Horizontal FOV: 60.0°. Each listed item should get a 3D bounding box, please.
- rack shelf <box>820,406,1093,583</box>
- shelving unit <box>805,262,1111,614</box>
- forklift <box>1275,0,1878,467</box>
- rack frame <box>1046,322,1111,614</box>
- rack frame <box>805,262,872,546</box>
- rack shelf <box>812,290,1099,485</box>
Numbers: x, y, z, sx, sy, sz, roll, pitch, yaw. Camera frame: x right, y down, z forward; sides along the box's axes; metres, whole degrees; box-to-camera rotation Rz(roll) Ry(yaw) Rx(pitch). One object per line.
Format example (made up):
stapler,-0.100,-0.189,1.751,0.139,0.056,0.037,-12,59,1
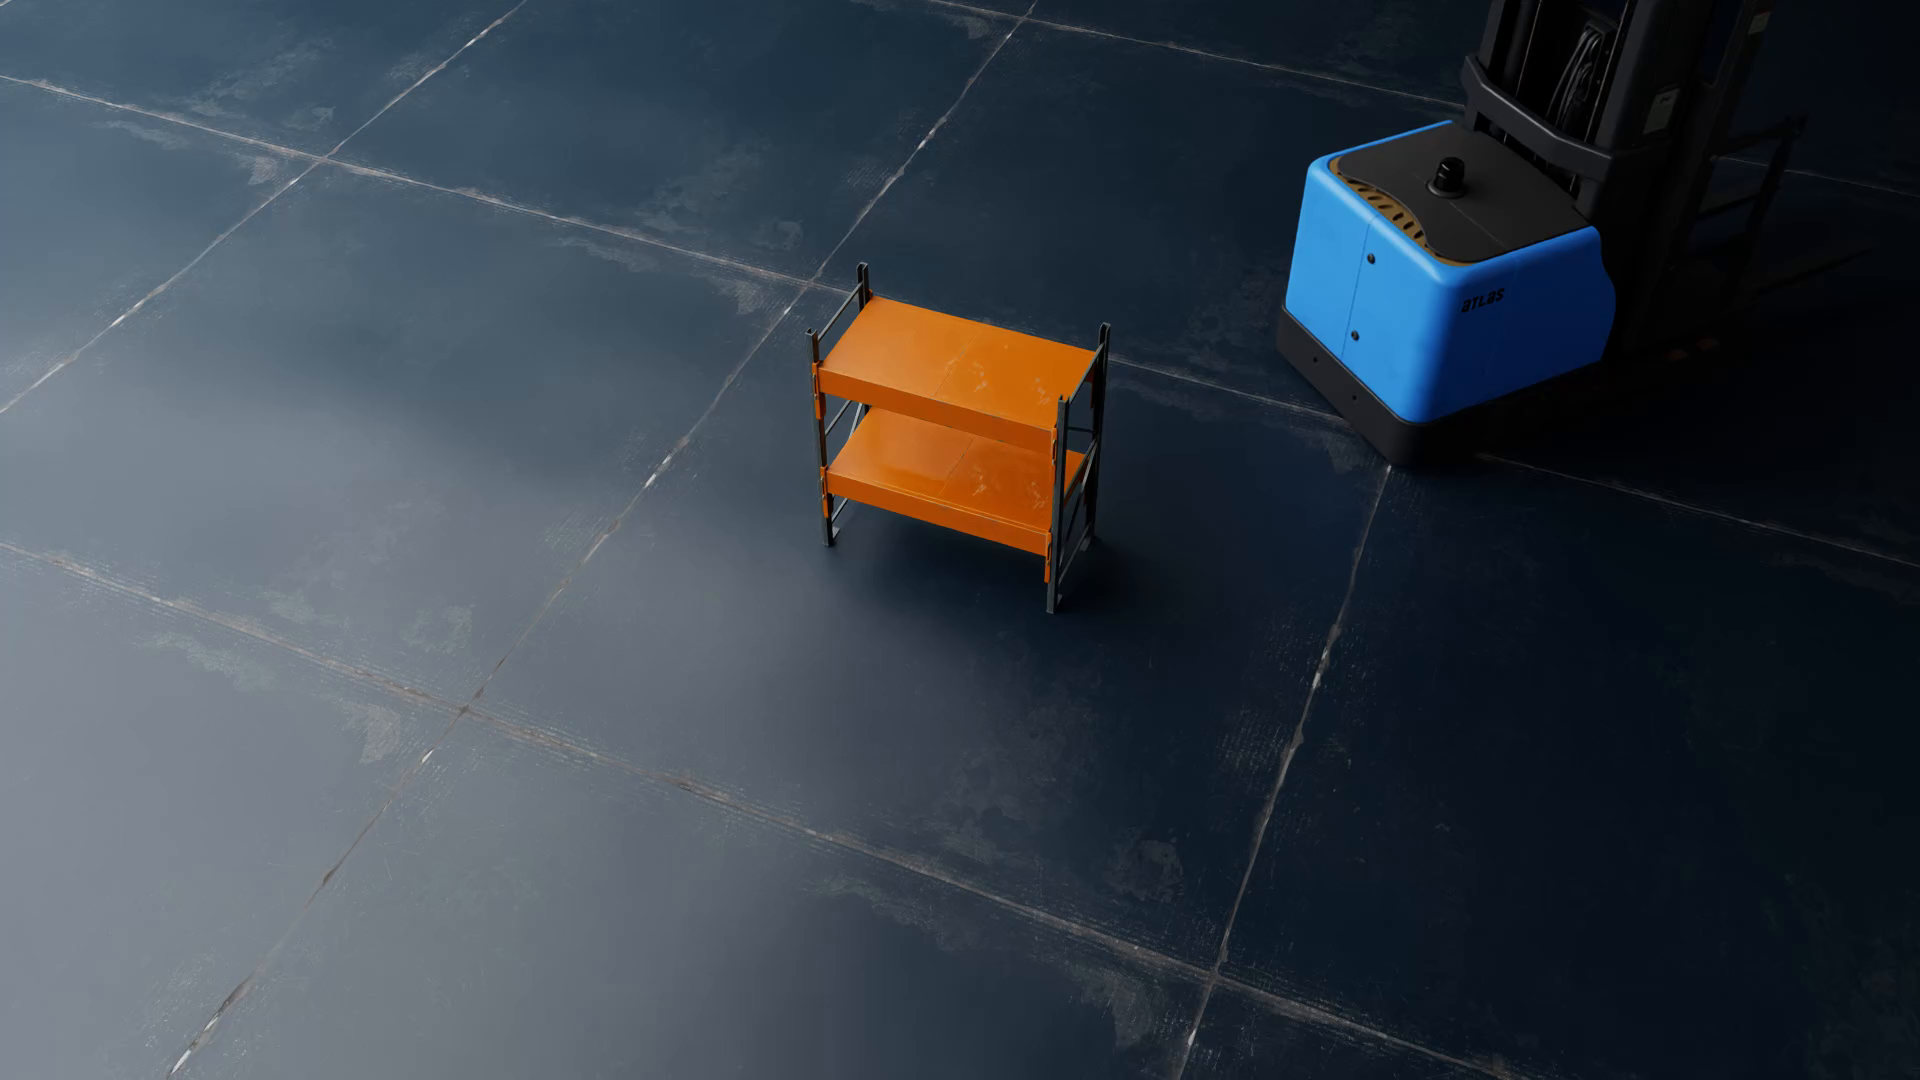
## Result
rack shelf,-0.006,-0.227,6.866,1.000,0.278,0.538,16,47,16
shelving unit,-0.006,-0.401,6.694,1.048,1.125,0.538,16,47,16
forklift,3.053,-2.090,7.111,3.031,2.935,1.130,-19,48,-18
rack frame,0.463,-0.263,6.555,0.032,1.125,0.500,16,47,16
rack frame,-0.475,-0.539,6.833,0.032,1.125,0.500,16,47,16
rack shelf,-0.006,-0.608,6.488,1.000,0.278,0.538,16,47,16
